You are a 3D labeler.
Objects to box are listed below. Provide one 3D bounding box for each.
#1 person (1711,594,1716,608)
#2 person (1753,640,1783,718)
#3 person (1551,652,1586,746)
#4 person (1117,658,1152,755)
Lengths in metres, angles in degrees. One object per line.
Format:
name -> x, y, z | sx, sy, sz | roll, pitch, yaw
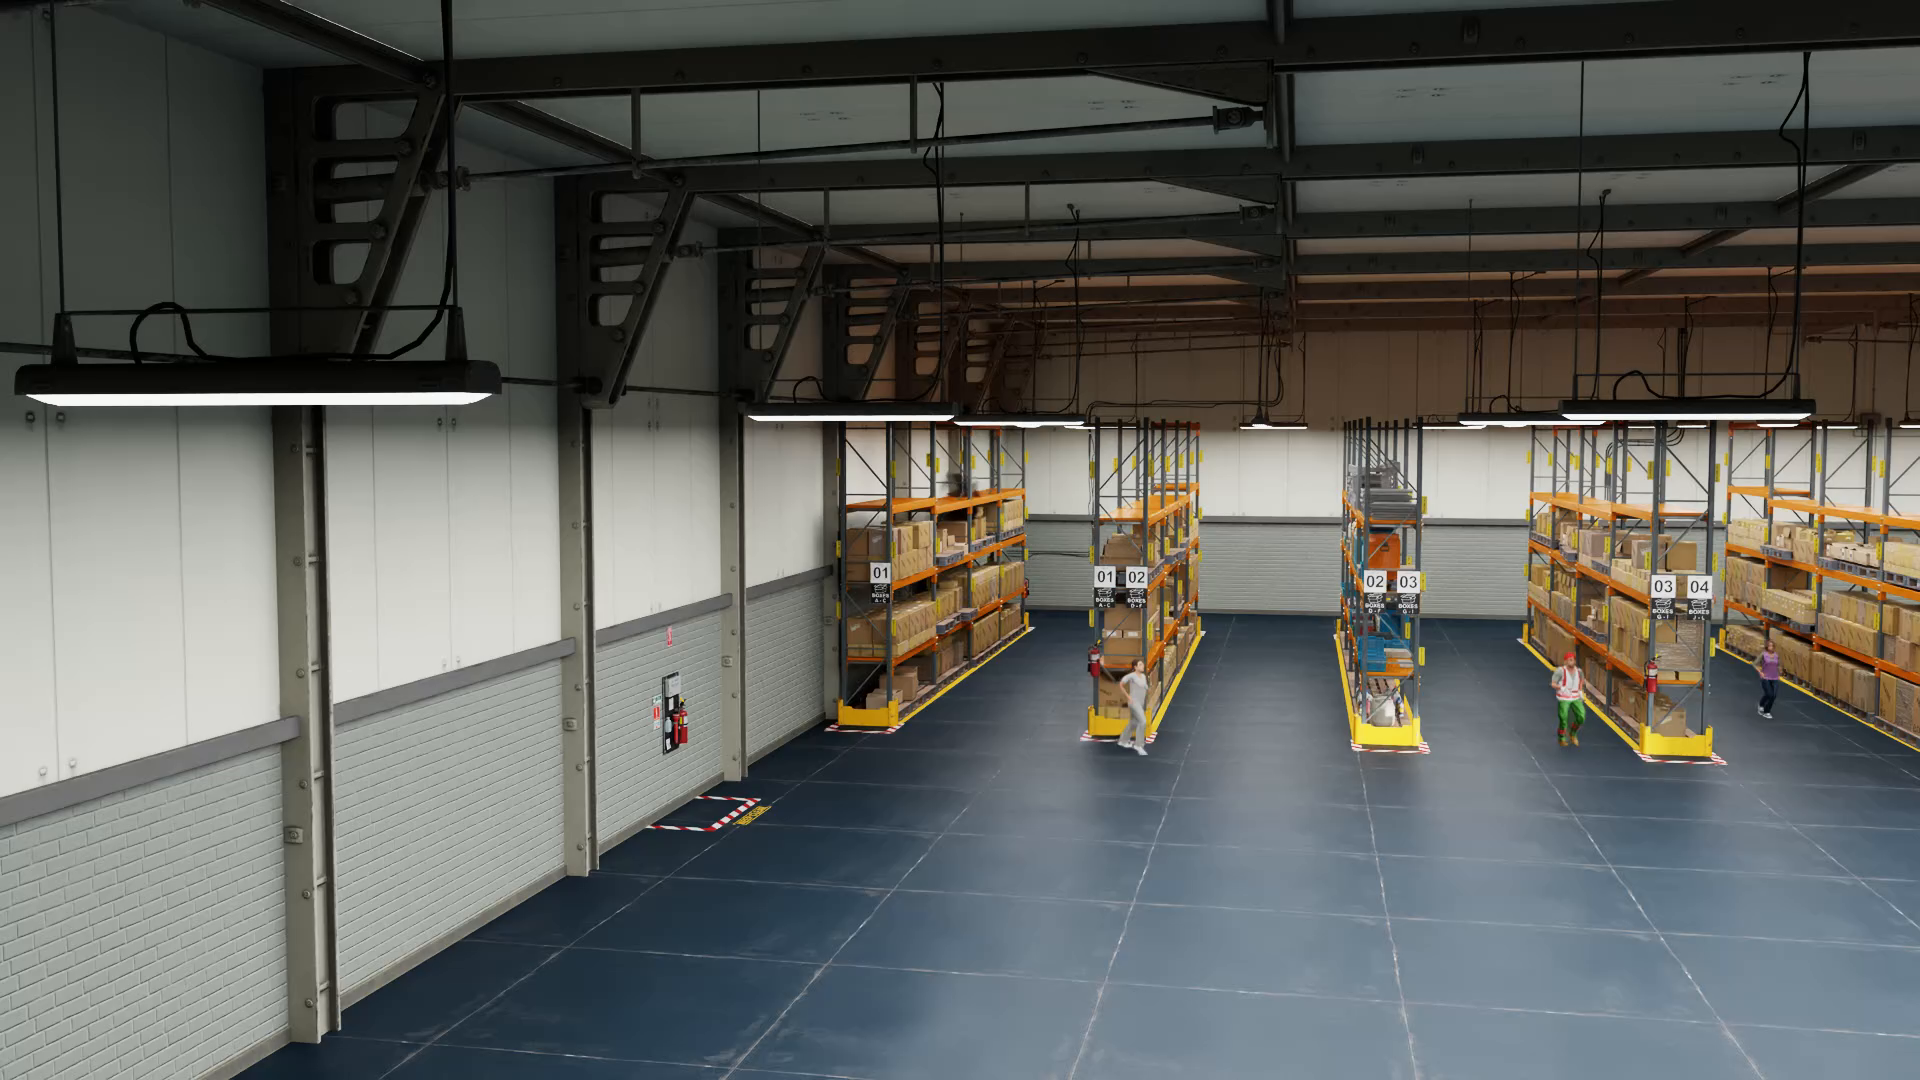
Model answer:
person -> 20.053, 1.987, 44.980 | 0.746, 1.685, 0.664 | -2, 4, -23
person -> 16.152, 2.787, 33.156 | 0.531, 1.555, 0.539 | 0, 4, 1
person -> 11.029, 2.888, 30.072 | 0.677, 1.735, 0.702 | 0, 4, -3
person -> 3.127, 2.963, 29.716 | 0.698, 1.715, 0.560 | 3, 5, 38
